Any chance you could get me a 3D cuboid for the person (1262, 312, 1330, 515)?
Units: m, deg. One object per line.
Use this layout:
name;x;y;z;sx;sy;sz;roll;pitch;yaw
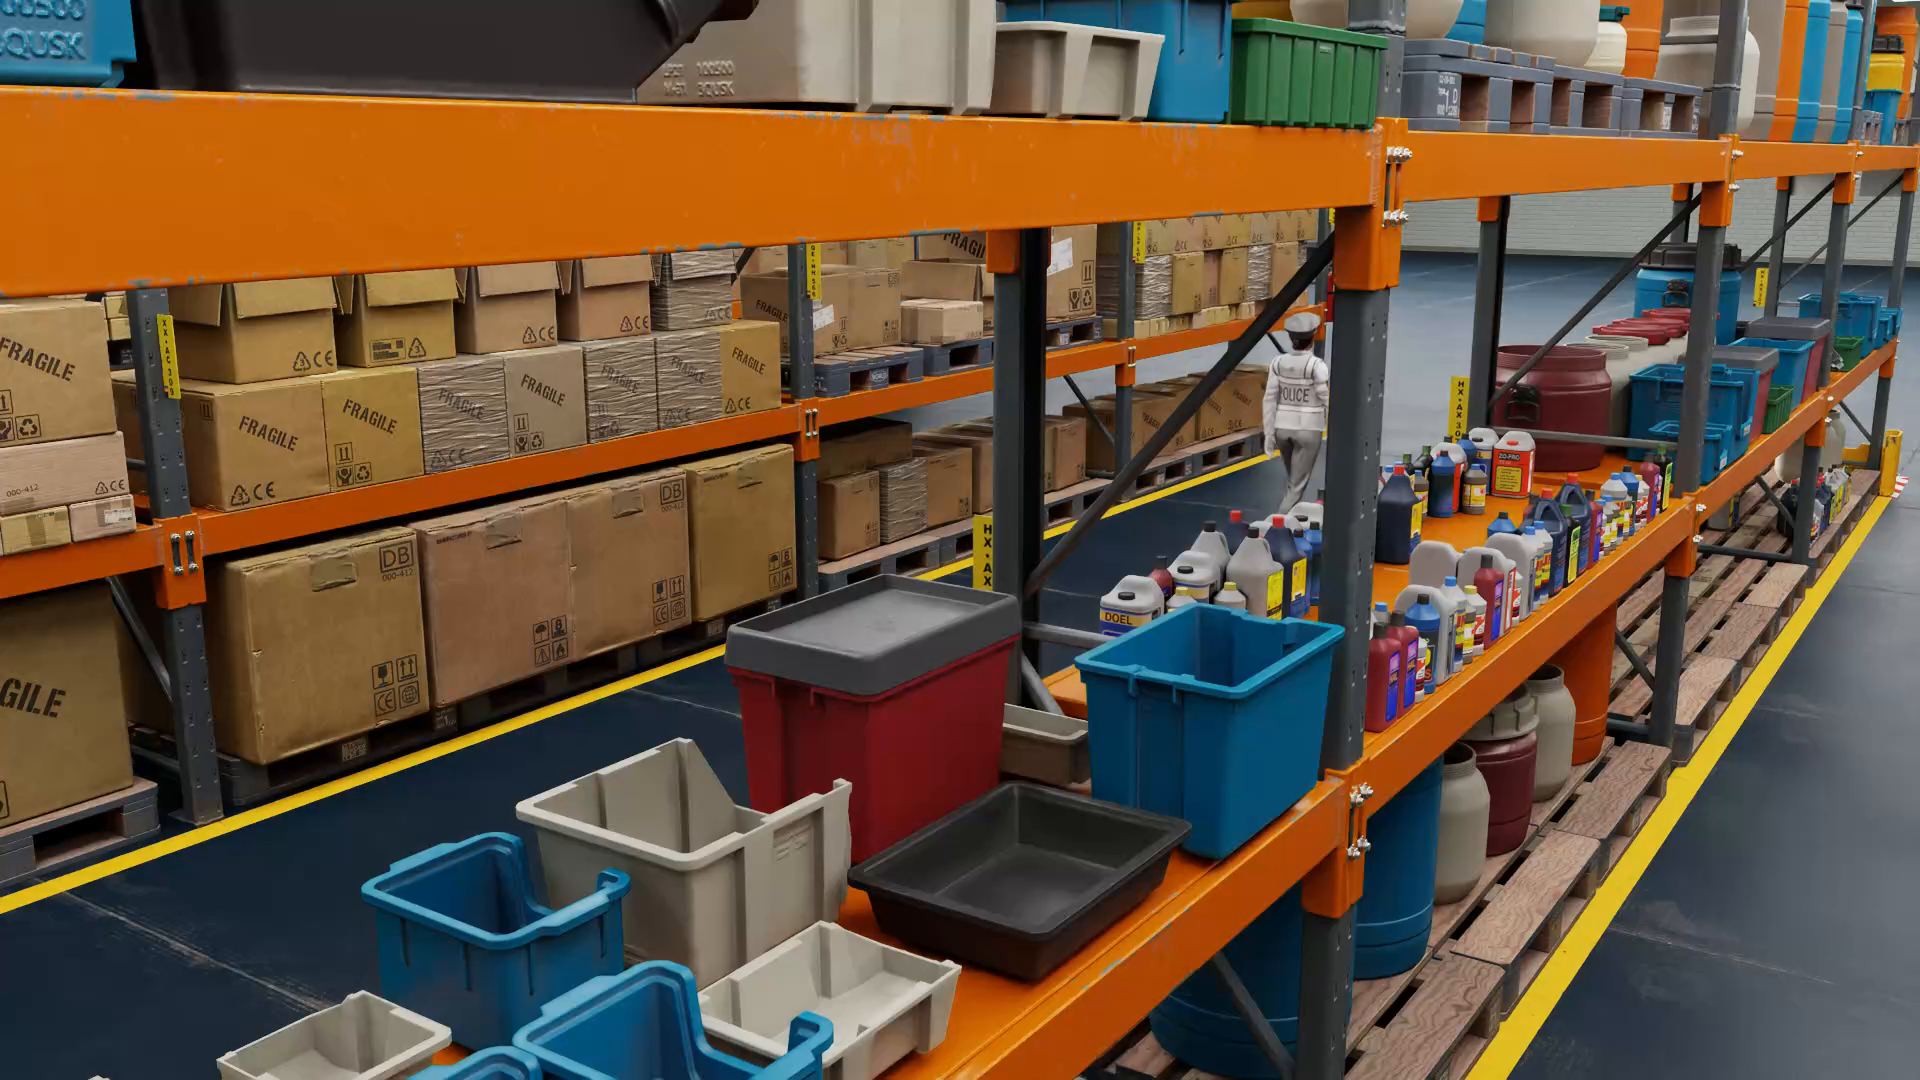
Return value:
person;2.396;-0.709;11.541;0.690;1.743;0.484;-12;18;-42
